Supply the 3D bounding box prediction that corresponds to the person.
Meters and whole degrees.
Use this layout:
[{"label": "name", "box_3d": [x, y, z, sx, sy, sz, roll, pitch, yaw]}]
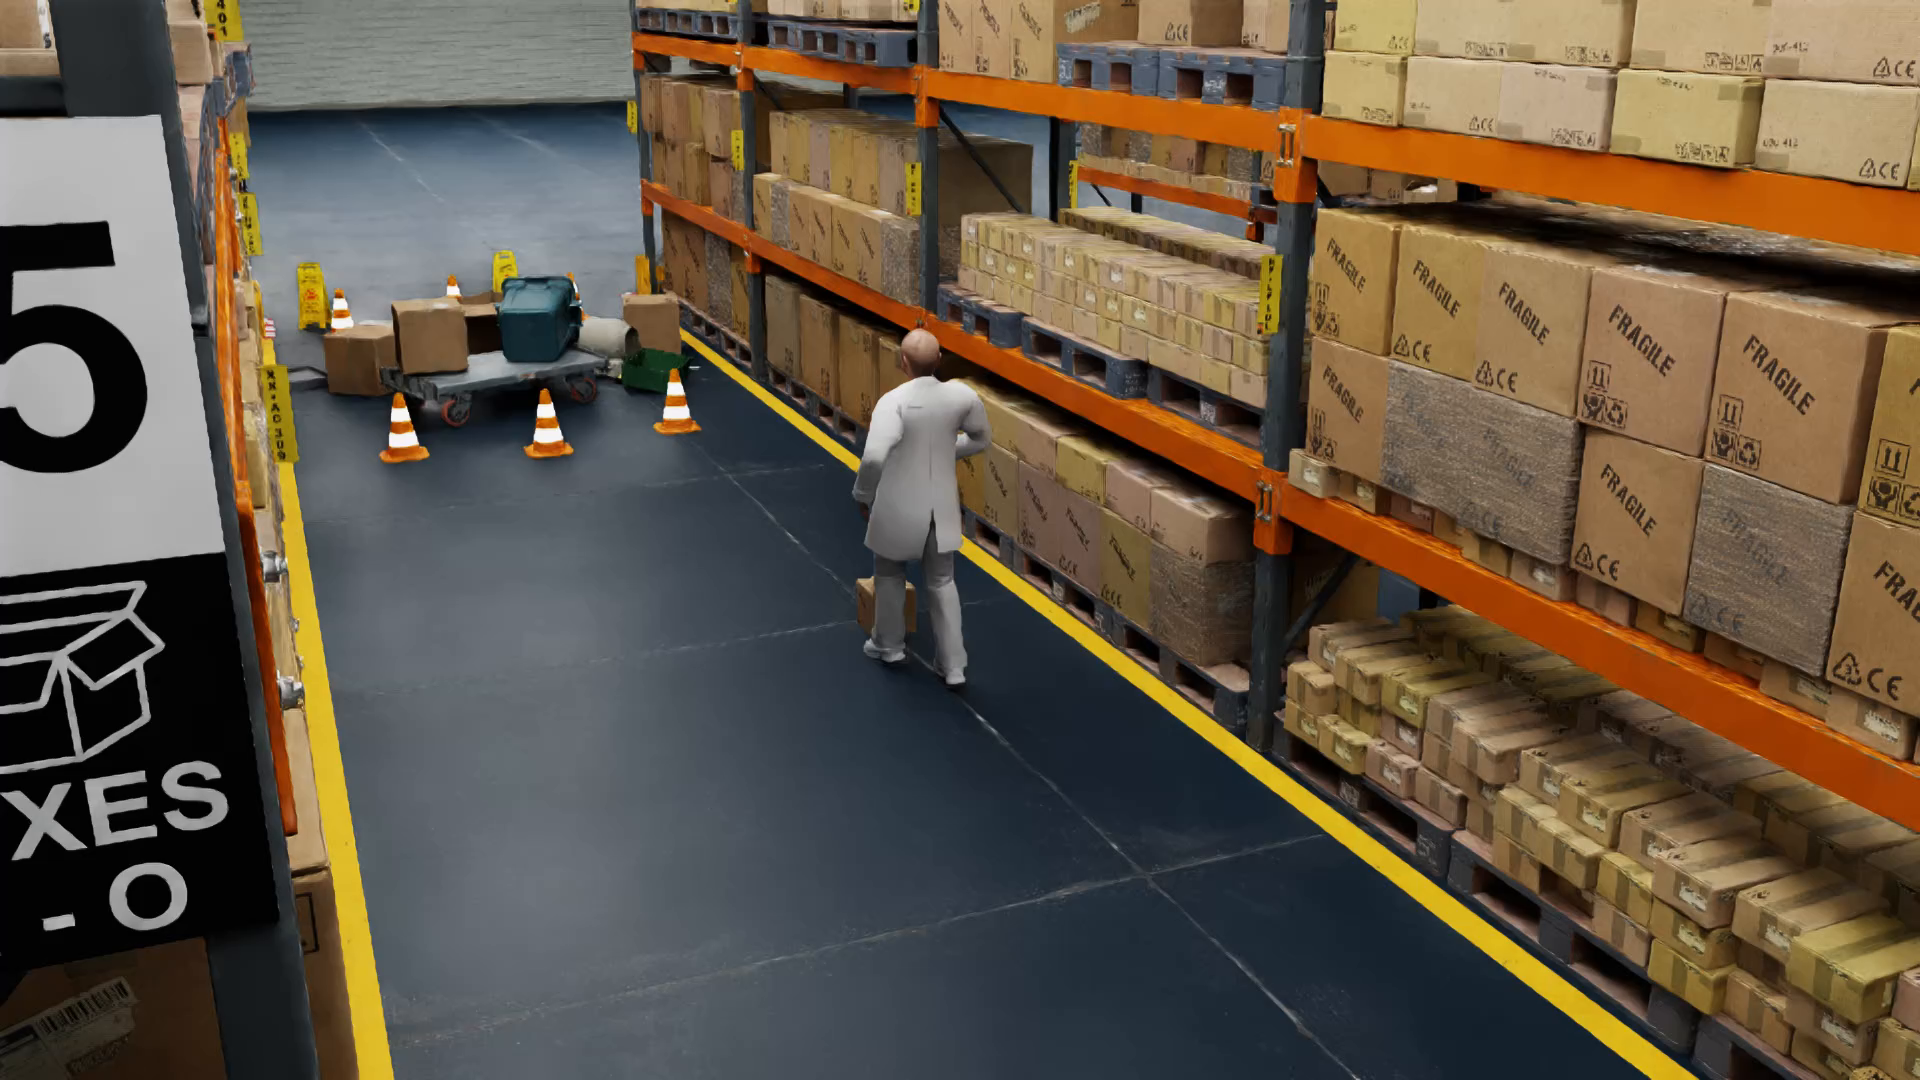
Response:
[{"label": "person", "box_3d": [-0.254, -0.179, 8.138, 0.760, 1.790, 0.788, -9, 21, -26]}]
